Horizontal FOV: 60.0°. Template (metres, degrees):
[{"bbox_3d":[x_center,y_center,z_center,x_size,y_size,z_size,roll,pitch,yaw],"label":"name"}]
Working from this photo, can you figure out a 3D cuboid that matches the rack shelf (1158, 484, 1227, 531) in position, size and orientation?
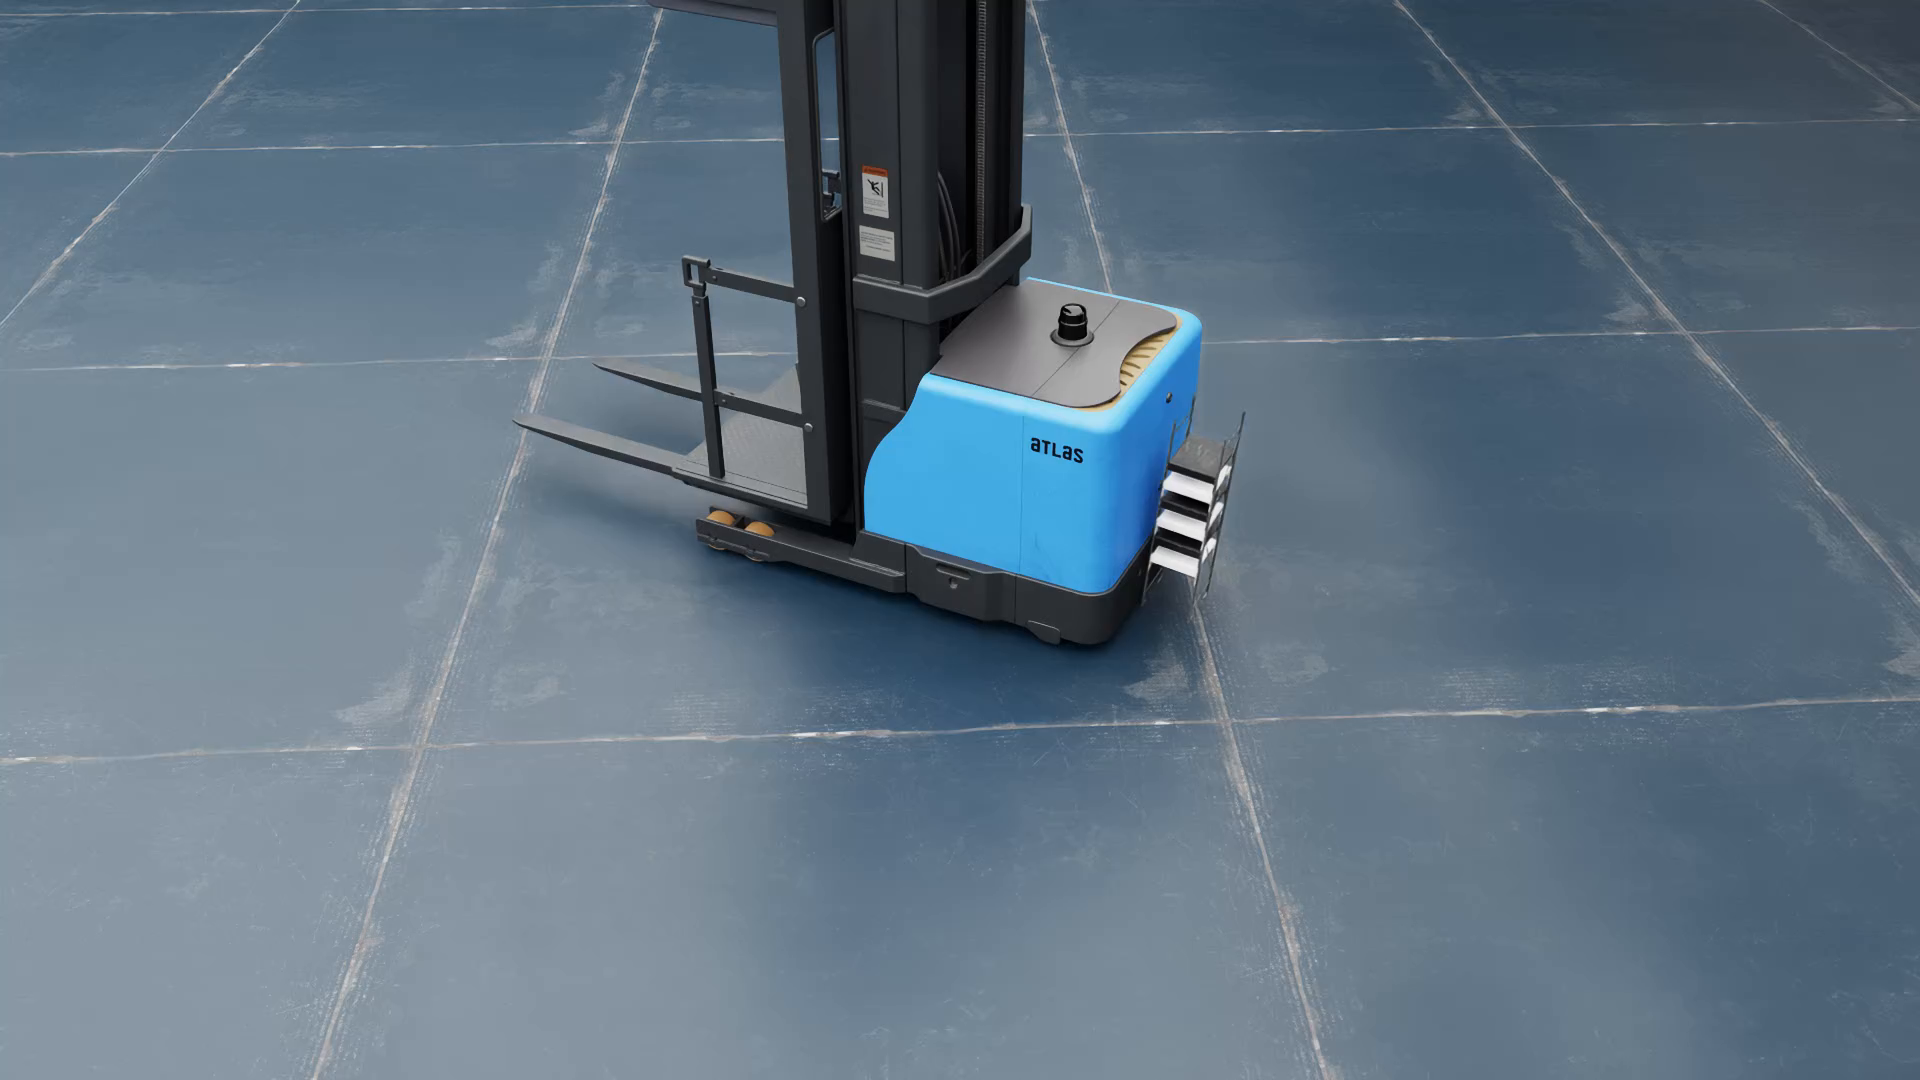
[{"bbox_3d":[0.925,-0.159,6.576,0.200,0.077,0.258,20,39,19],"label":"rack shelf"}]

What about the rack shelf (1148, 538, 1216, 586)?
[{"bbox_3d":[0.905,0.057,6.738,0.200,0.077,0.258,20,39,19],"label":"rack shelf"}]

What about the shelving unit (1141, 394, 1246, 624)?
[{"bbox_3d":[0.921,-0.114,6.610,0.210,0.900,0.258,20,39,19],"label":"shelving unit"}]

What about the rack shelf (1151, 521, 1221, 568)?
[{"bbox_3d":[0.912,-0.015,6.684,0.200,0.077,0.258,20,39,19],"label":"rack shelf"}]

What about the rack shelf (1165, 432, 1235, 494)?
[{"bbox_3d":[0.938,-0.303,6.469,0.200,0.077,0.258,20,39,19],"label":"rack shelf"}]

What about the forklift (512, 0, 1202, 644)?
[{"bbox_3d":[-0.565,-1.365,6.647,3.031,2.935,1.130,16,38,21],"label":"forklift"}]

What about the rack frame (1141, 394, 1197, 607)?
[{"bbox_3d":[0.830,-0.146,6.643,0.006,0.900,0.240,20,39,19],"label":"rack frame"}]

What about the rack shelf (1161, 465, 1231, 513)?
[{"bbox_3d":[0.931,-0.231,6.523,0.200,0.077,0.258,20,39,19],"label":"rack shelf"}]

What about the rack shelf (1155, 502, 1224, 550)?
[{"bbox_3d":[0.918,-0.087,6.630,0.200,0.077,0.258,20,39,19],"label":"rack shelf"}]

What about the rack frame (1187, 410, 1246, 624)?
[{"bbox_3d":[1.011,-0.081,6.578,0.006,0.900,0.240,20,39,19],"label":"rack frame"}]
